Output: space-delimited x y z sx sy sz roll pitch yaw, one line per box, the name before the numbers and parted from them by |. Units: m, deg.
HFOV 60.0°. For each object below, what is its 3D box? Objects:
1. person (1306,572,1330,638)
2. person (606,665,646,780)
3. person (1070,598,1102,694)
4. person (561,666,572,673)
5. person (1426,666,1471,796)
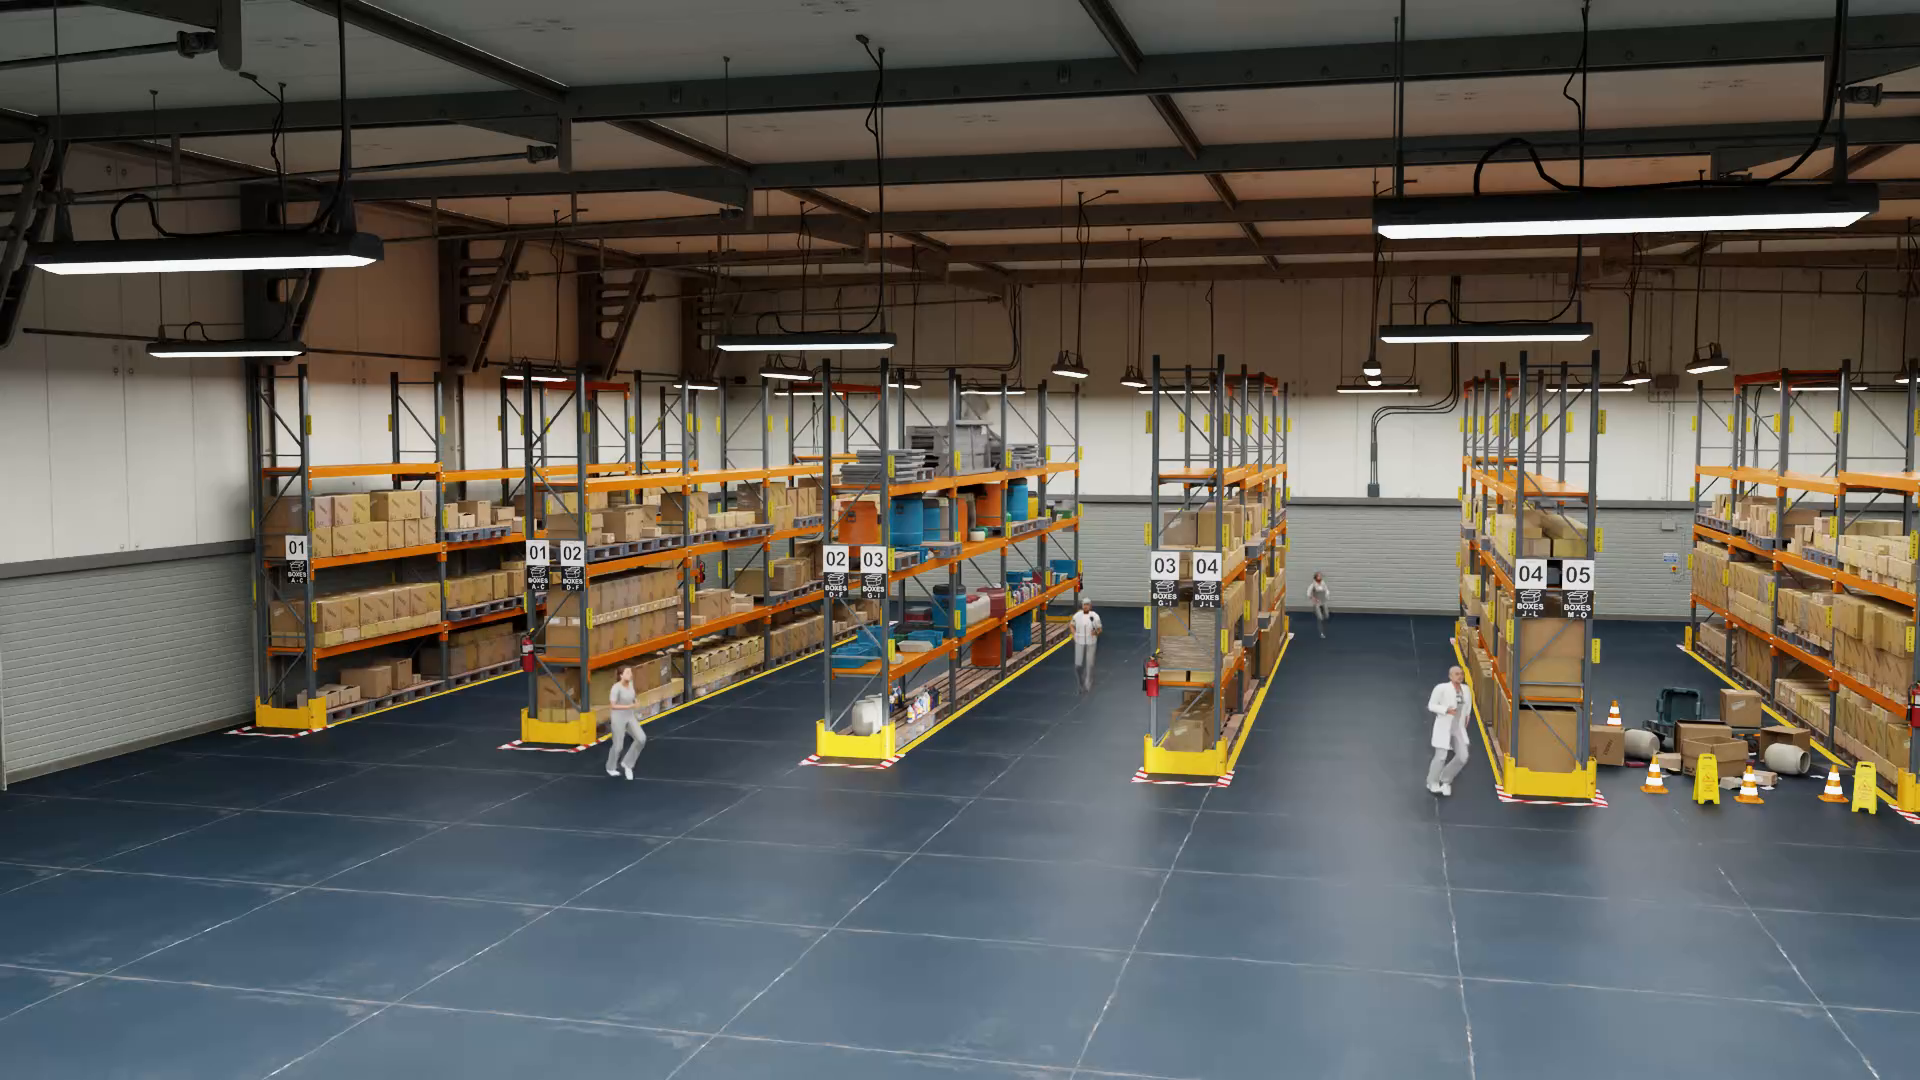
person | 8.466 1.523 39.339 0.566 1.554 0.503 -1 4 -13
person | -4.728 2.550 23.384 0.786 1.638 0.591 3 5 37
person | 2.220 1.887 29.460 0.591 1.711 0.573 1 4 8
person | -6.996 2.095 30.058 0.610 1.696 0.627 1 4 16
person | 6.666 2.622 22.455 0.712 1.722 0.737 -1 4 -9
